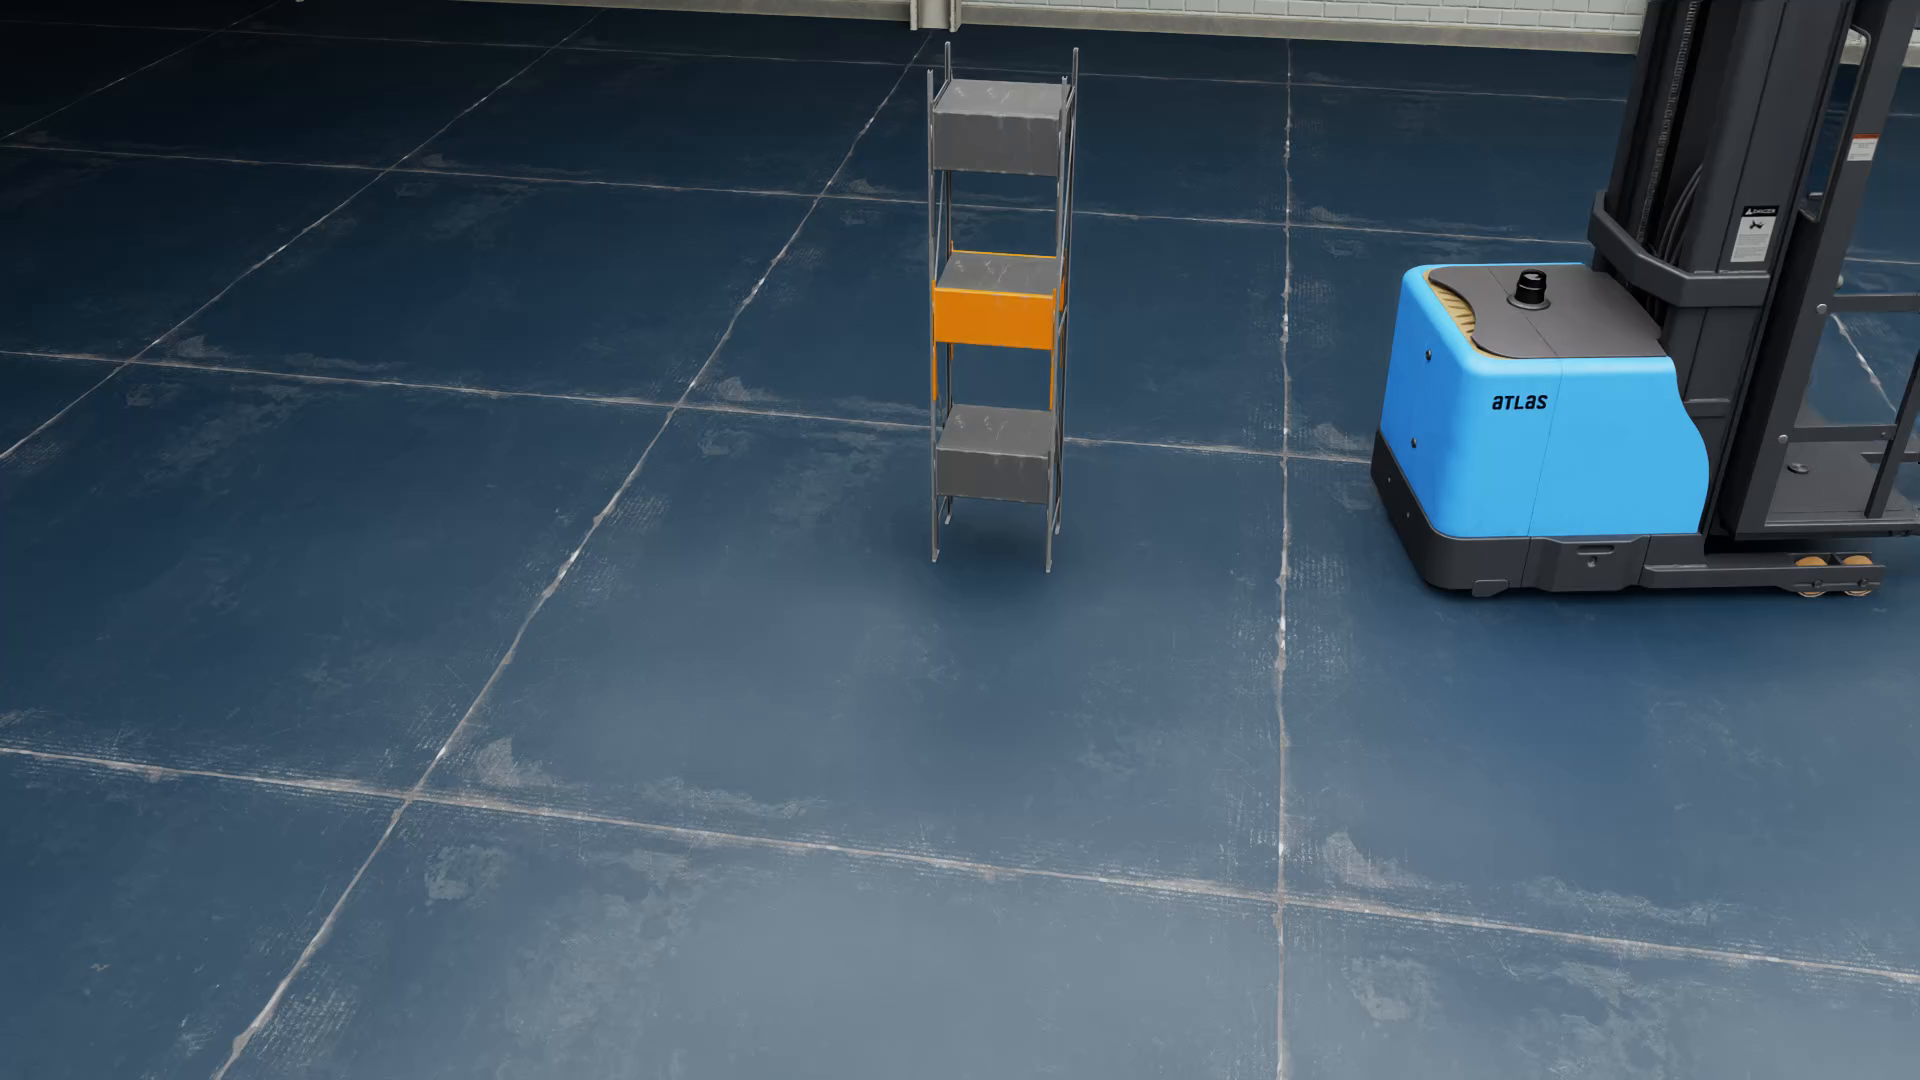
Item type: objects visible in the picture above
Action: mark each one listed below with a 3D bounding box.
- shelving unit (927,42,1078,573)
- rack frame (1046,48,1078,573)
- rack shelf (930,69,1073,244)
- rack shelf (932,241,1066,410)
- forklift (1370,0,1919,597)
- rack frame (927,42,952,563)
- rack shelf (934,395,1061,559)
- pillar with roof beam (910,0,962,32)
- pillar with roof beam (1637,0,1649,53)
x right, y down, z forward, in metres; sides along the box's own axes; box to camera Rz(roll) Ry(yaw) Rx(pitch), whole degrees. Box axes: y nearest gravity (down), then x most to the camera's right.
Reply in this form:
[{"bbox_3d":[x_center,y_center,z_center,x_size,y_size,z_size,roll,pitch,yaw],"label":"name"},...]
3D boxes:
[{"bbox_3d":[0.163,-0.875,6.669,0.503,2.100,0.431,5,32,8],"label":"shelving unit"},{"bbox_3d":[0.404,-0.853,6.634,0.015,2.100,0.400,5,32,8],"label":"rack frame"},{"bbox_3d":[0.163,-1.457,6.305,0.480,0.518,0.431,5,32,8],"label":"rack shelf"},{"bbox_3d":[0.163,-0.864,6.677,0.480,0.518,0.431,5,32,8],"label":"rack shelf"},{"bbox_3d":[3.404,-1.287,6.544,3.031,2.935,1.130,-1,32,-2],"label":"forklift"},{"bbox_3d":[-0.077,-0.897,6.704,0.015,2.100,0.400,5,32,8],"label":"rack frame"},{"bbox_3d":[0.163,-0.270,7.048,0.480,0.518,0.431,5,32,8],"label":"rack shelf"},{"bbox_3d":[-0.930,-5.988,8.336,0.400,9.000,9.100,5,32,8],"label":"pillar with roof beam"},{"bbox_3d":[4.984,-5.453,7.480,0.400,9.000,9.100,5,32,8],"label":"pillar with roof beam"}]
